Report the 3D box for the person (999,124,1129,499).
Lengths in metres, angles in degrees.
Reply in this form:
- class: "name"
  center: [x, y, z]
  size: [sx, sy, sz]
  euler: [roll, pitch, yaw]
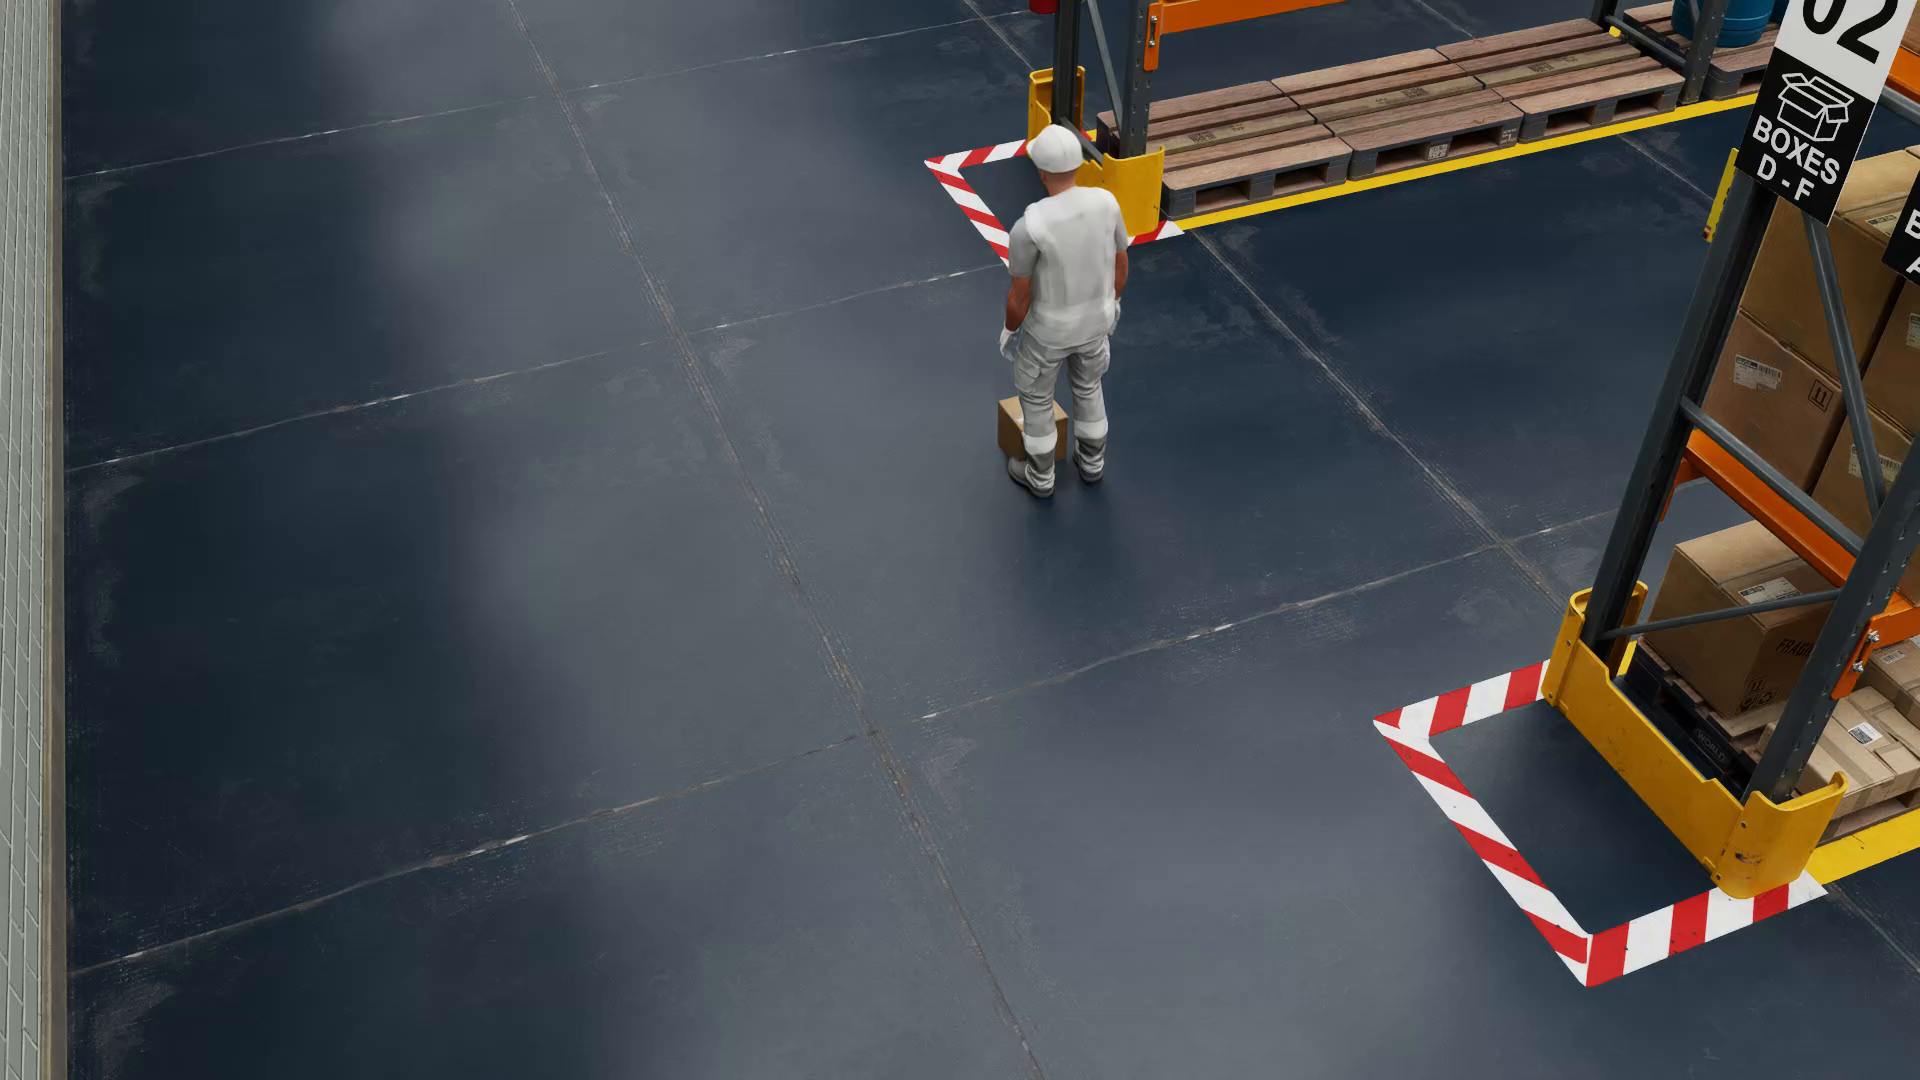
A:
- class: "person"
  center: [0.441, -0.959, 7.237]
  size: [0.600, 1.778, 0.451]
  euler: [-17, 44, -18]
